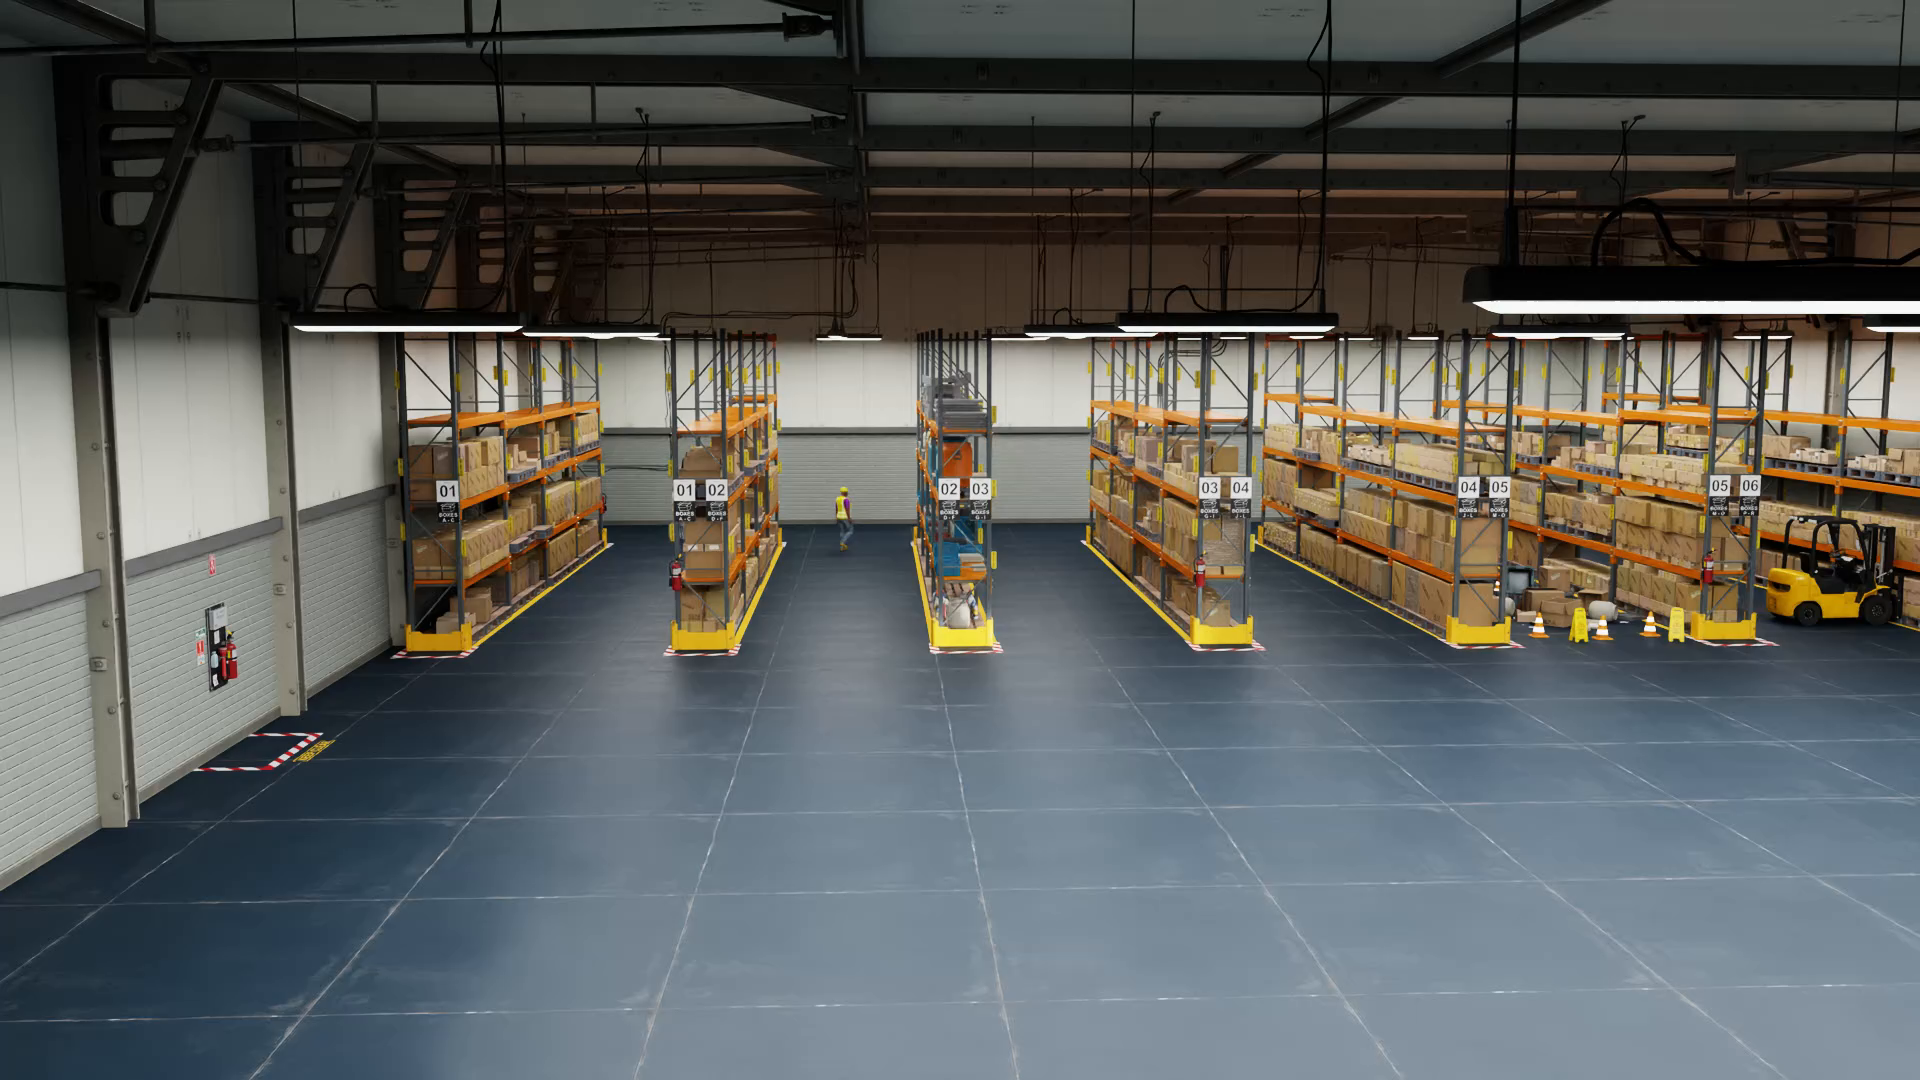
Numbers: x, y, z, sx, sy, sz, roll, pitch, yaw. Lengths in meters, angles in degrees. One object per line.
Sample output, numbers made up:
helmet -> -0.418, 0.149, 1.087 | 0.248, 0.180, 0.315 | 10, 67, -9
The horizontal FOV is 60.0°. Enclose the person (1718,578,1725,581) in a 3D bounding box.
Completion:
person -> 16.665, 0.584, 36.464 | 0.408, 1.513, 0.447 | -1, 7, -8

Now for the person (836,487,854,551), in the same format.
person -> -3.237, -0.587, 46.135 | 0.486, 1.768, 0.610 | -6, 9, -40

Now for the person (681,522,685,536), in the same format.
person -> -7.977, -0.896, 48.685 | 0.411, 1.603, 0.470 | 0, 7, 1
